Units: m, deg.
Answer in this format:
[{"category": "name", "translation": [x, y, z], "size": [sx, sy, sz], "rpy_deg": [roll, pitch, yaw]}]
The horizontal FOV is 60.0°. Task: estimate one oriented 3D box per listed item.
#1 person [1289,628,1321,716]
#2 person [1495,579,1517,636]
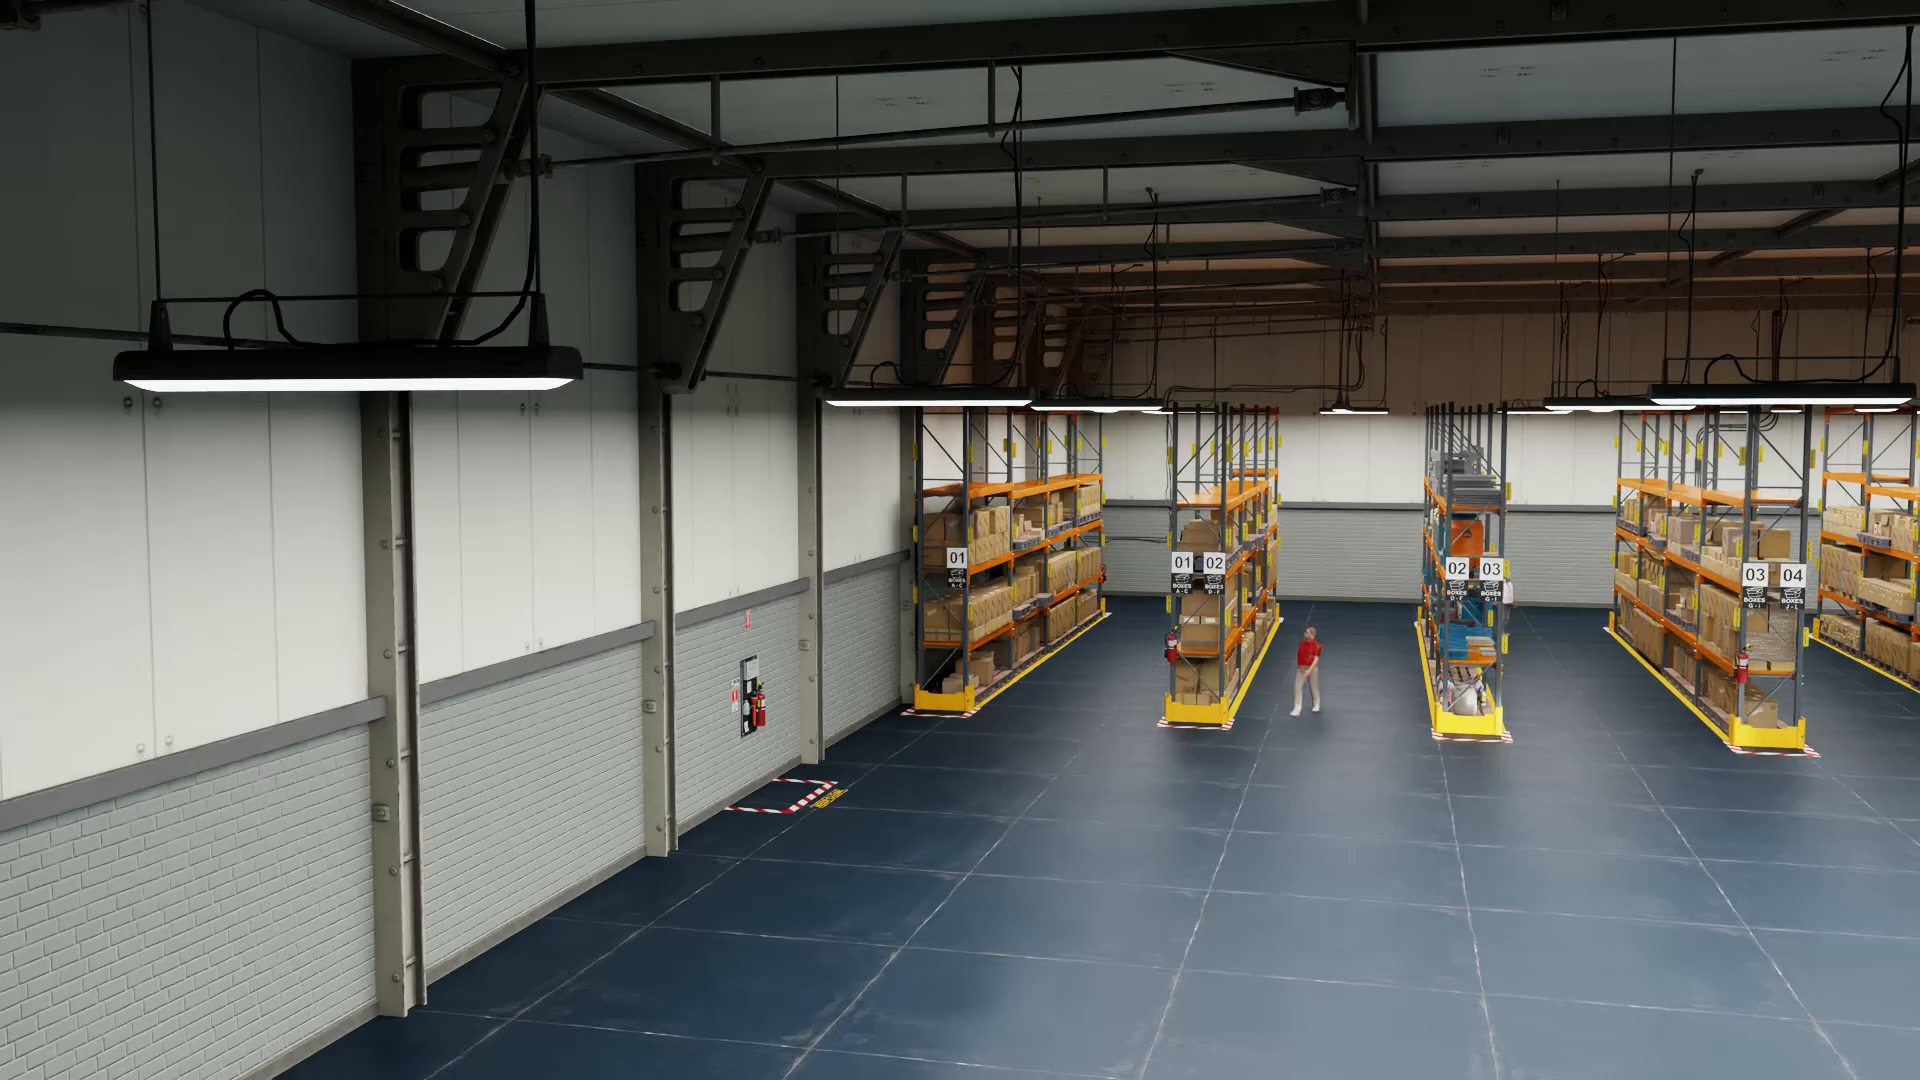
[{"category": "person", "translation": [6.665, 2.517, 31.833], "size": [0.488, 1.668, 1.026], "rpy_deg": [2, 5, 28]}, {"category": "person", "translation": [14.173, 1.645, 43.310], "size": [0.589, 1.792, 0.427], "rpy_deg": [-3, 5, -31]}]
